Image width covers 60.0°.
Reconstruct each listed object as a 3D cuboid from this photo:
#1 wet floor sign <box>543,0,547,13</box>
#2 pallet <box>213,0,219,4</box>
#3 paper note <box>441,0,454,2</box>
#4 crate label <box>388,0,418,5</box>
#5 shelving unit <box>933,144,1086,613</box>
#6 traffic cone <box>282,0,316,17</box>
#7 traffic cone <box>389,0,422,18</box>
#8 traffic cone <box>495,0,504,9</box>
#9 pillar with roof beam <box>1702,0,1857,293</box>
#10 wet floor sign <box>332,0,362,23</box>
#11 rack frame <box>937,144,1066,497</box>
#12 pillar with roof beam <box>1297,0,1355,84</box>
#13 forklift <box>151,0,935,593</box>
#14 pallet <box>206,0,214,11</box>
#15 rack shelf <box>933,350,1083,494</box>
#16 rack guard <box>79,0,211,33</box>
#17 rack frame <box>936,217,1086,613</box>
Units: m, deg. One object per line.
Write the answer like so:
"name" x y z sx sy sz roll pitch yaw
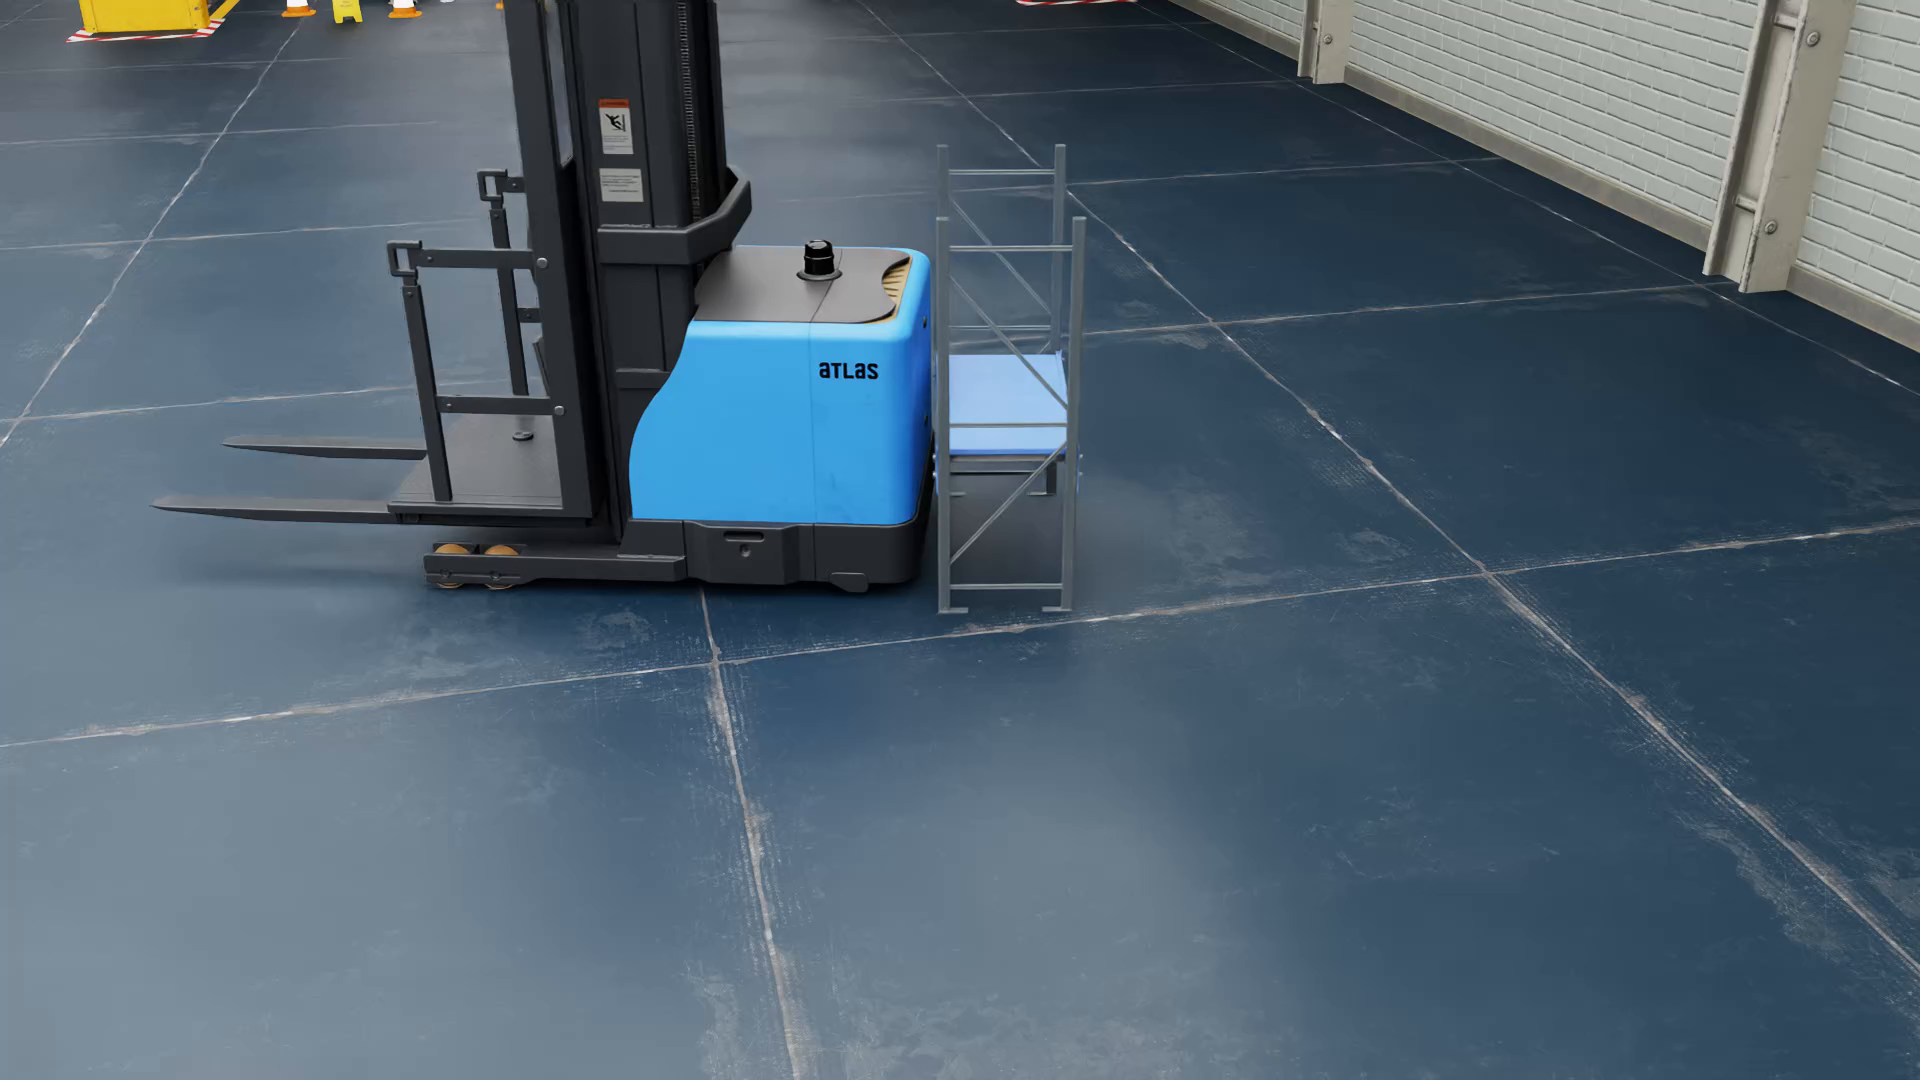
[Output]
"wet floor sign" -4.647 -5.984 17.889 0.267 0.644 0.232 3 27 6
"pallet" -8.976 -6.312 19.022 1.003 0.211 1.213 -6 27 -12
"paper note" -5.800 -6.114 18.830 0.148 0.019 0.142 -16 31 -29
"crate label" -6.244 -6.083 18.651 0.250 0.136 0.298 -23 35 -38
"shelving unit" 0.167 -0.633 6.339 0.538 1.500 1.048 0 27 0
"traffic cone" -7.184 -5.924 17.974 0.336 0.463 0.334 -6 27 -12
"traffic cone" -6.006 -5.890 17.906 0.336 0.463 0.334 -6 27 -12
"traffic cone" -5.002 -6.152 18.425 0.336 0.463 0.334 -6 27 -12
"pillar with roof beam" 0.419 -5.103 6.873 9.100 9.000 0.400 -6 27 -12
"wet floor sign" -6.512 -5.817 17.559 0.267 0.644 0.232 -11 29 -20
"rack frame" 0.162 -0.862 6.793 0.500 1.500 0.032 0 27 0
"pillar with roof beam" -0.934 -7.737 12.091 9.100 9.000 0.400 -6 27 -12
"forklift" -1.644 -1.353 6.178 3.031 2.935 1.130 2 27 3
"pallet" -8.704 -5.778 17.963 1.003 0.211 1.213 -6 27 -12
"rack shelf" 0.167 -0.472 6.420 0.538 0.185 1.000 0 27 0
"rack guard" -8.442 -5.553 17.197 1.175 0.500 0.348 -6 27 -12
"rack frame" 0.171 -0.404 5.885 0.500 1.500 0.032 0 27 0
